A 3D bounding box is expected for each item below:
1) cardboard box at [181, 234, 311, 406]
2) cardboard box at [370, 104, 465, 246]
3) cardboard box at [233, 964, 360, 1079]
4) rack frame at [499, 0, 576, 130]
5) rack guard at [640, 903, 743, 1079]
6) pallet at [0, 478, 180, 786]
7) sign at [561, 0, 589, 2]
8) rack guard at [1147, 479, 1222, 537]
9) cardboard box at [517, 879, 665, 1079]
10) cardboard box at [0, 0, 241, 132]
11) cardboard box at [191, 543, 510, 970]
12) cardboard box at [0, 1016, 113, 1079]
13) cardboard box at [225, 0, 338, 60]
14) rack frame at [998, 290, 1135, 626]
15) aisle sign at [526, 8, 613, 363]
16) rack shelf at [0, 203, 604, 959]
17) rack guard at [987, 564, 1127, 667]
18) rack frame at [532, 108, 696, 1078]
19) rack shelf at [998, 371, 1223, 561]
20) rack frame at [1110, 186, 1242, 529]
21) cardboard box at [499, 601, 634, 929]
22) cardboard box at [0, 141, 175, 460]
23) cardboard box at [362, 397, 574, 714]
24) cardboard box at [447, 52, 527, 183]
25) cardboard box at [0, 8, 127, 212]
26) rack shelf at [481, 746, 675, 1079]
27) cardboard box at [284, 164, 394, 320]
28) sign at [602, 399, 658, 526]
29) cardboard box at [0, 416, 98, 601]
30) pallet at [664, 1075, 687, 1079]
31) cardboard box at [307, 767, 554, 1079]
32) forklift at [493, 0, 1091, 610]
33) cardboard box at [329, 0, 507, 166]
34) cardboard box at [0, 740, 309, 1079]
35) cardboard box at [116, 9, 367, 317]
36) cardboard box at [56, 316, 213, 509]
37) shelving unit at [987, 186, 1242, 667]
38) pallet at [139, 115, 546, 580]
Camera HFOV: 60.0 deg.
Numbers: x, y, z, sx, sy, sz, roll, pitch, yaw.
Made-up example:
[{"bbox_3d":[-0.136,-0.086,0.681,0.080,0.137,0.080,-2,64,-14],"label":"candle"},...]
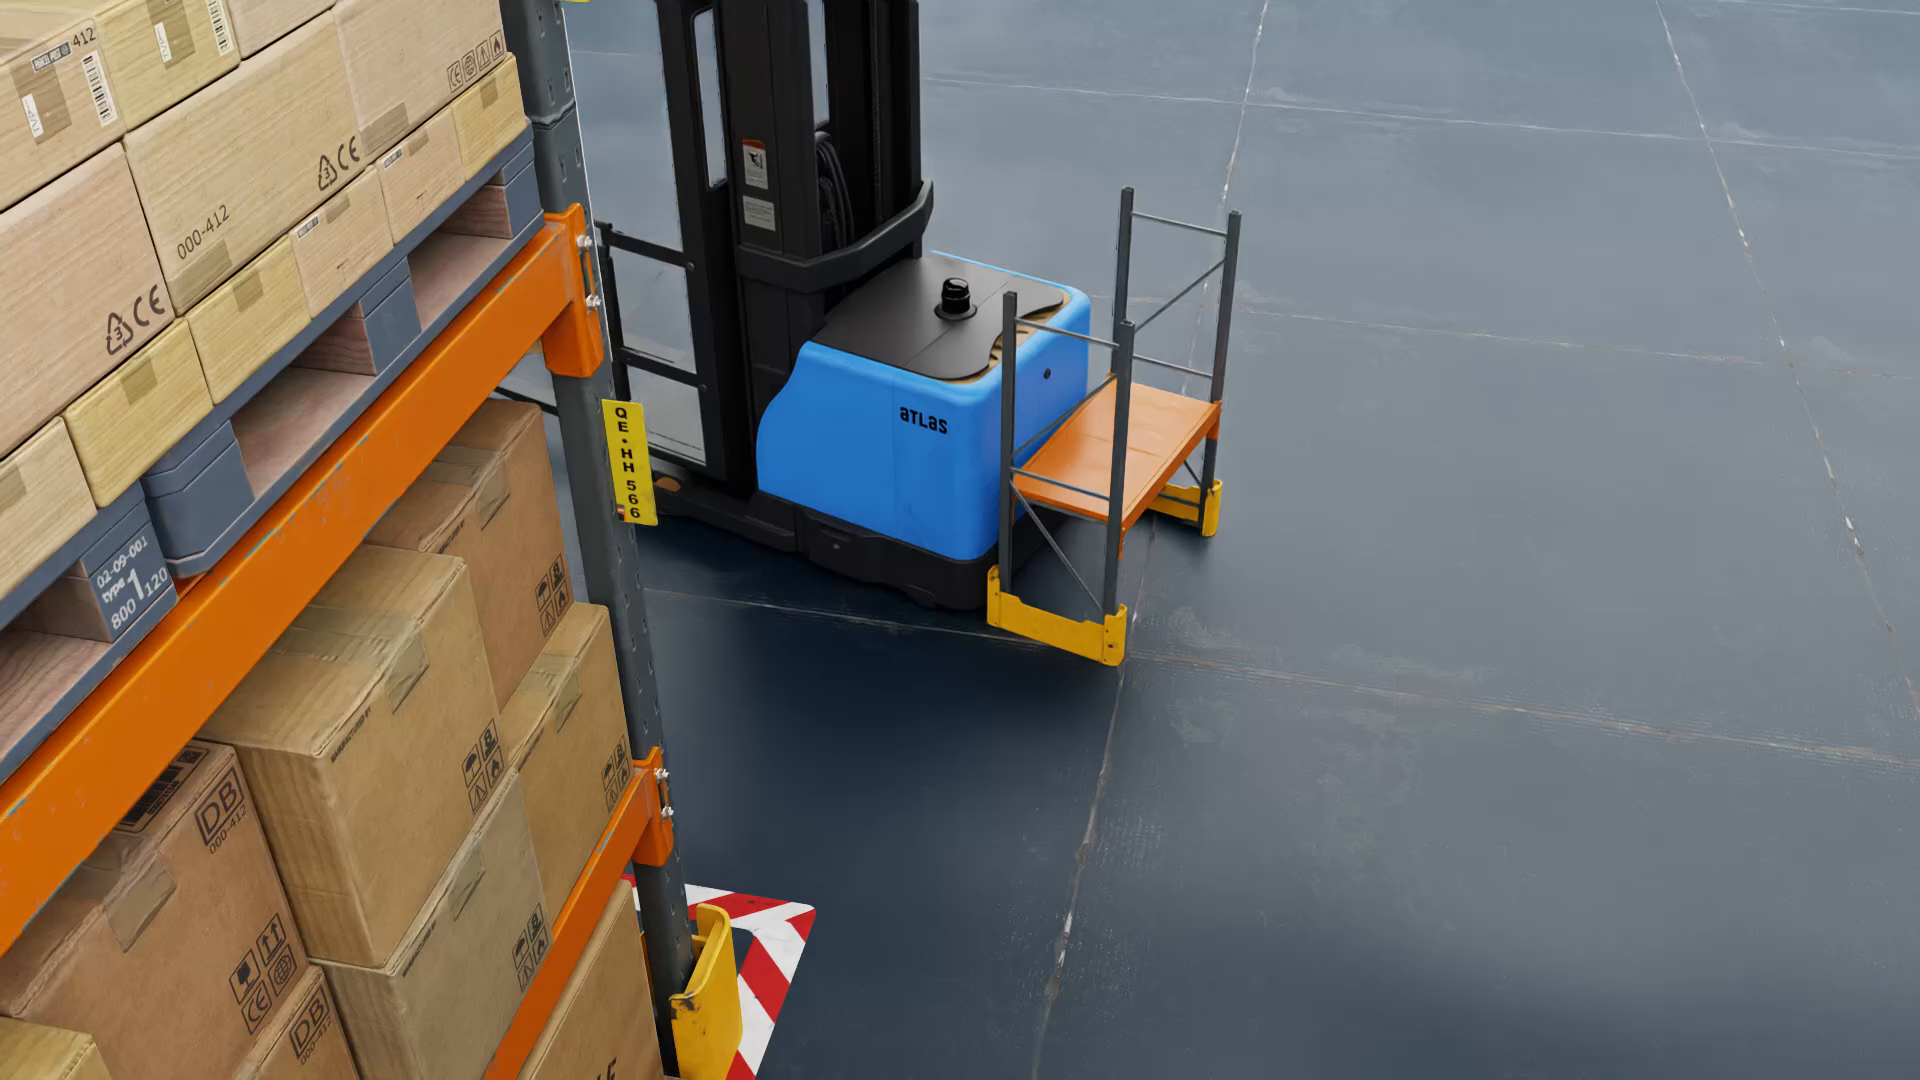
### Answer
[{"bbox_3d":[-1.176,-0.336,2.373,0.380,0.149,0.250,8,37,10],"label":"cardboard box"},{"bbox_3d":[-1.067,-0.628,2.776,0.380,0.149,0.250,8,37,10],"label":"cardboard box"},{"bbox_3d":[-1.646,1.099,3.050,0.875,0.550,0.550,7,37,10],"label":"cardboard box"},{"bbox_3d":[-1.272,-2.112,2.495,1.000,3.000,0.127,7,37,10],"label":"rack frame"},{"bbox_3d":[-1.267,1.316,5.008,1.175,0.500,0.348,7,37,10],"label":"rack guard"},{"bbox_3d":[-1.679,0.267,1.845,1.003,0.211,1.213,7,37,10],"label":"pallet"},{"bbox_3d":[-0.745,-1.148,3.034,0.100,0.325,0.005,7,37,10],"label":"sign"},{"bbox_3d":[0.860,-0.213,7.331,0.587,0.250,0.087,18,40,23],"label":"rack guard"},{"bbox_3d":[-1.353,1.405,4.208,0.875,0.875,0.875,8,37,10],"label":"cardboard box"},{"bbox_3d":[-1.176,-0.655,2.133,0.380,0.149,0.250,8,37,11],"label":"cardboard box"},{"bbox_3d":[-1.417,0.354,3.157,0.875,0.550,0.550,7,37,10],"label":"cardboard box"},{"bbox_3d":[-1.655,0.978,2.296,0.875,0.550,0.500,7,37,10],"label":"cardboard box"},{"bbox_3d":[-1.122,-0.803,2.338,0.380,0.149,0.250,8,37,11],"label":"cardboard box"},{"bbox_3d":[0.379,-0.207,6.257,0.500,1.500,0.032,18,40,23],"label":"rack frame"},{"bbox_3d":[-0.964,-0.738,3.497,0.394,0.787,0.004,7,37,10],"label":"aisle sign"},{"bbox_3d":[-1.699,0.541,2.005,1.077,0.370,4.000,7,37,10],"label":"rack shelf"},{"bbox_3d":[0.379,0.299,6.625,0.587,0.250,0.087,18,40,23],"label":"rack guard"},{"bbox_3d":[-1.272,0.318,4.256,1.000,3.000,0.127,7,37,10],"label":"rack frame"},{"bbox_3d":[0.624,-0.322,6.723,0.538,0.185,1.000,18,40,23],"label":"rack shelf"},{"bbox_3d":[0.869,-0.729,6.978,0.500,1.500,0.032,18,40,23],"label":"rack frame"},{"bbox_3d":[-1.307,0.475,3.911,0.875,0.550,0.550,7,37,10],"label":"cardboard box"},{"bbox_3d":[-1.320,-0.277,1.952,0.500,0.250,0.500,7,37,10],"label":"cardboard box"},{"bbox_3d":[-1.389,0.027,3.608,0.875,0.550,0.550,7,37,10],"label":"cardboard box"},{"bbox_3d":[-1.012,-0.773,2.975,0.380,0.149,0.250,7,37,10],"label":"cardboard box"},{"bbox_3d":[-1.231,-0.512,1.935,0.380,0.149,0.250,7,37,10],"label":"cardboard box"},{"bbox_3d":[-1.699,1.755,2.885,1.077,0.370,4.000,7,37,10],"label":"rack shelf"},{"bbox_3d":[-1.121,-0.481,2.573,0.380,0.149,0.250,8,37,11],"label":"cardboard box"},{"bbox_3d":[-0.745,-0.171,3.742,0.100,0.325,0.005,7,37,10],"label":"sign"},{"bbox_3d":[-1.284,-0.044,1.970,0.380,0.149,0.250,8,37,10],"label":"cardboard box"},{"bbox_3d":[-1.367,1.915,4.428,1.003,0.211,1.213,7,37,10],"label":"pallet"},{"bbox_3d":[-1.403,0.793,3.472,0.875,0.550,0.550,7,37,10],"label":"cardboard box"},{"bbox_3d":[-0.974,-1.542,6.880,3.031,2.935,1.130,19,40,25],"label":"forklift"},{"bbox_3d":[-1.104,-0.852,2.744,0.500,0.250,0.500,8,37,11],"label":"cardboard box"},{"bbox_3d":[-1.669,0.658,2.738,0.875,0.550,0.550,7,37,10],"label":"cardboard box"},{"bbox_3d":[-1.211,-0.565,2.349,0.500,0.250,0.500,7,37,10],"label":"cardboard box"},{"bbox_3d":[-1.230,-0.189,2.170,0.380,0.149,0.250,7,36,9],"label":"cardboard box"},{"bbox_3d":[0.620,-0.463,6.611,0.587,1.500,1.083,18,40,23],"label":"shelving unit"},{"bbox_3d":[-1.421,-0.435,2.813,1.003,0.211,1.213,7,37,10],"label":"pallet"}]
